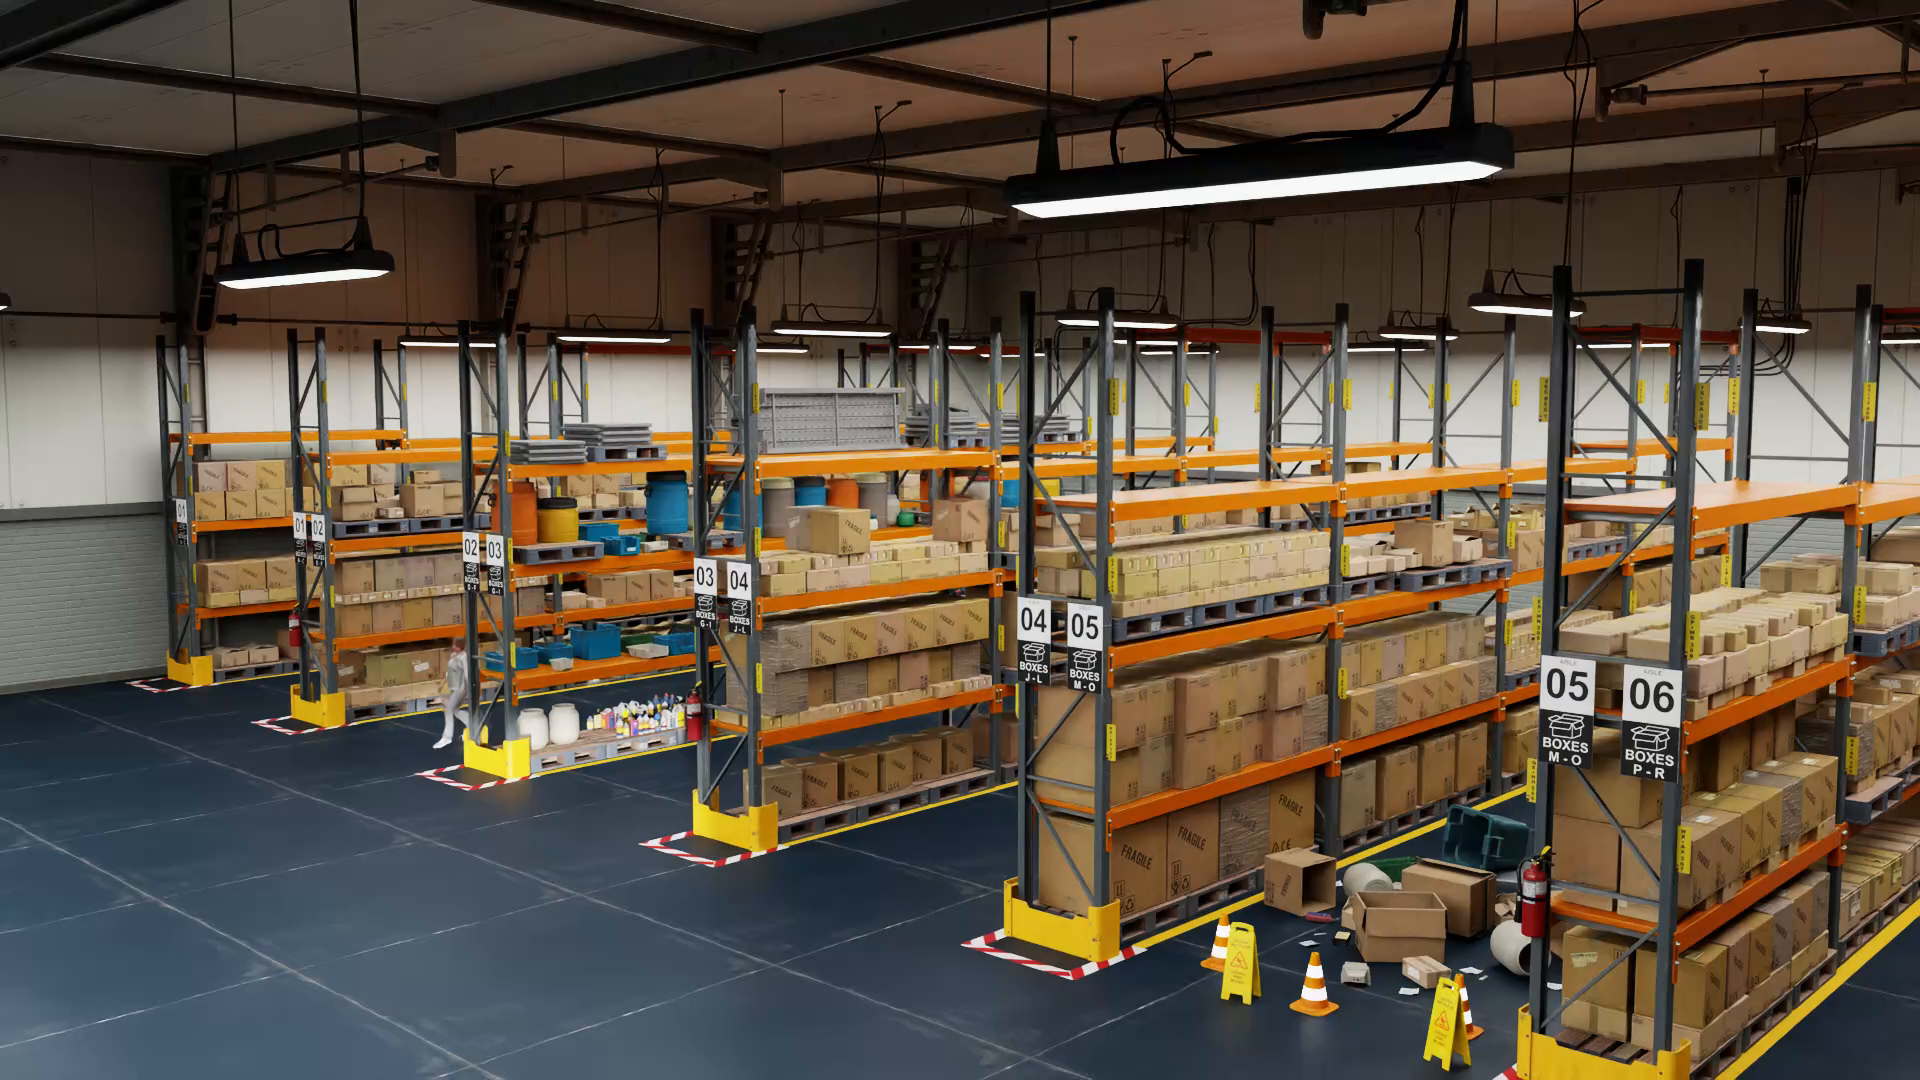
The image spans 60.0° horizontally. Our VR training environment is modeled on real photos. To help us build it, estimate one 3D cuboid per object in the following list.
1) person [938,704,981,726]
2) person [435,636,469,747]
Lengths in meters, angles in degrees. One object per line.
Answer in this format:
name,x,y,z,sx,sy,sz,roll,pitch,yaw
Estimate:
person,-0.066,2.095,23.519,1.061,1.673,0.647,-5,8,-44
person,-7.213,2.205,23.870,0.709,1.480,0.500,-5,7,-42
